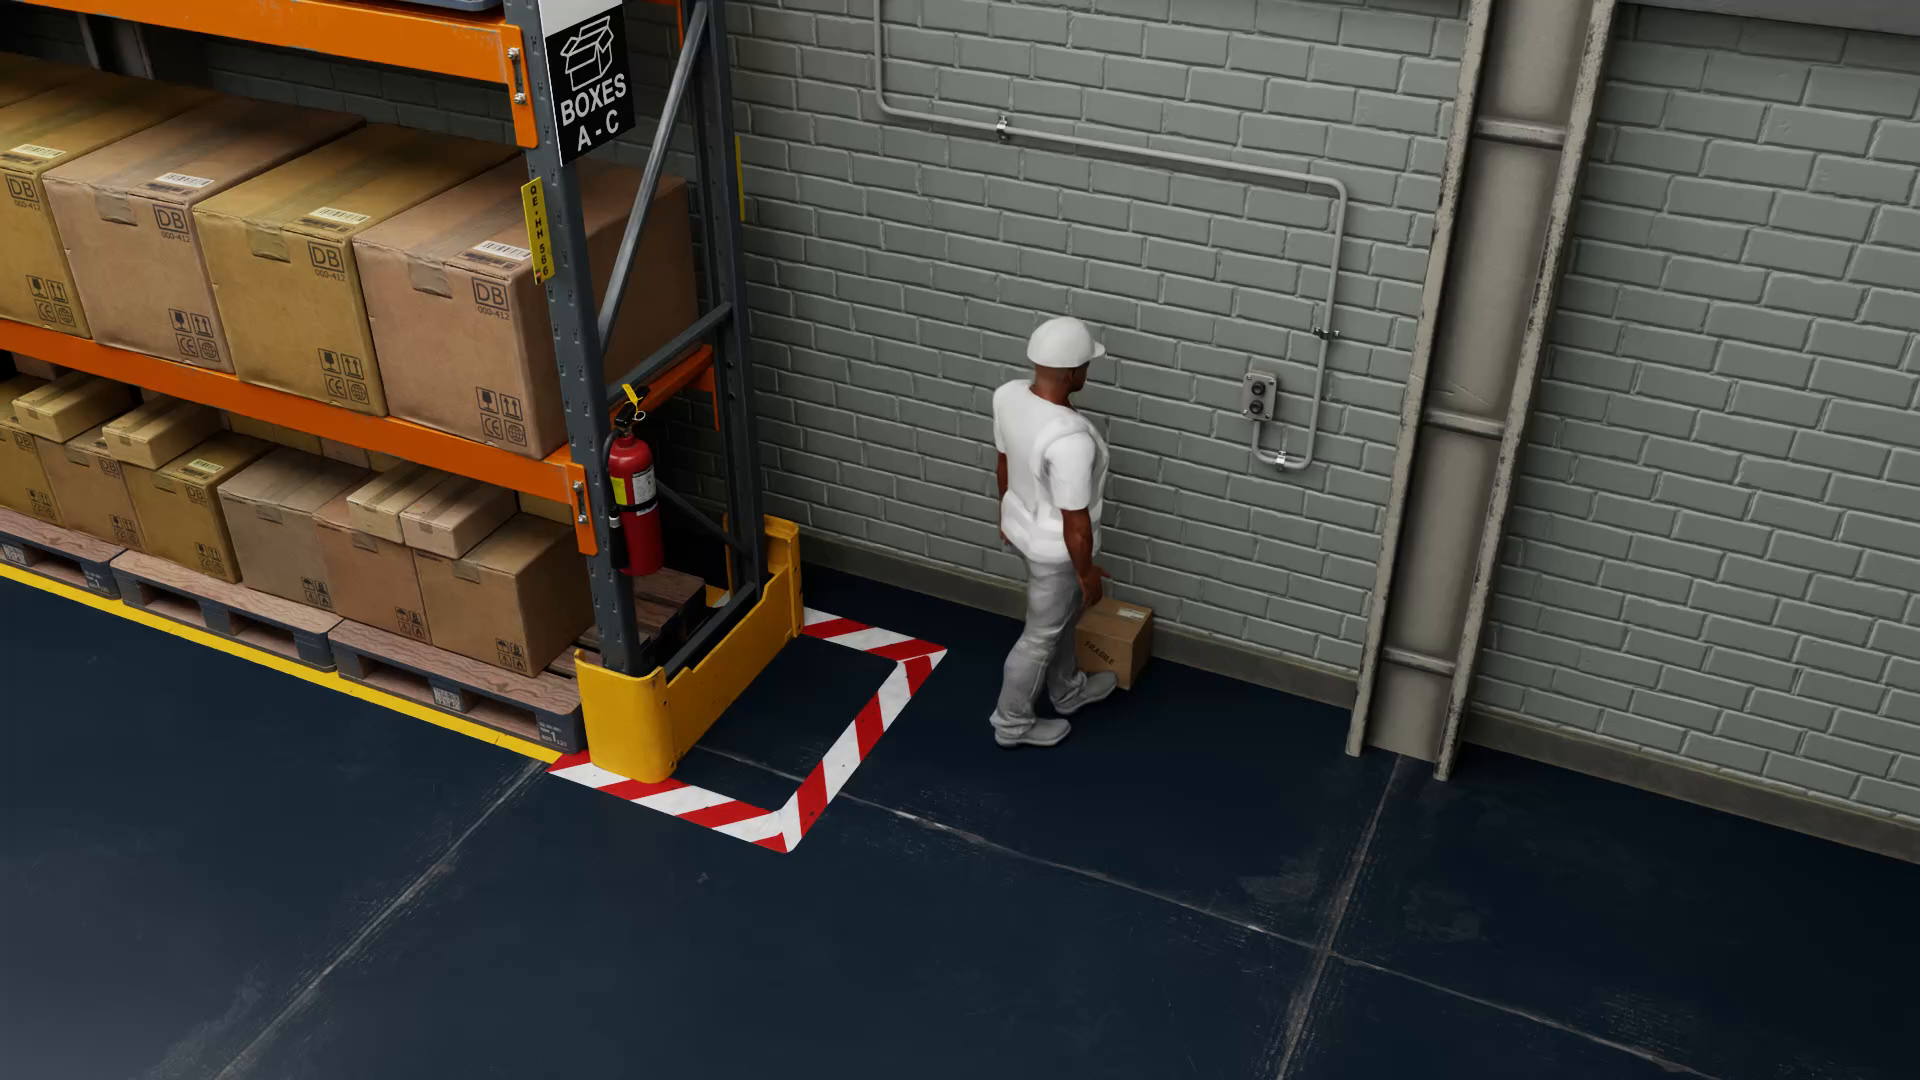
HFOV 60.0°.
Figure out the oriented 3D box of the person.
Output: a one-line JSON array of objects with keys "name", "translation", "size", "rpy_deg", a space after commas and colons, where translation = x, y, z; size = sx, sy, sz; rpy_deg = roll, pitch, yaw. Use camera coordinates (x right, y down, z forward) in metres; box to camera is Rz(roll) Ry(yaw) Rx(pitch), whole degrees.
[{"name": "person", "translation": [0.384, -0.027, 6.149], "size": [0.626, 1.771, 0.585], "rpy_deg": [-14, 36, -20]}]
